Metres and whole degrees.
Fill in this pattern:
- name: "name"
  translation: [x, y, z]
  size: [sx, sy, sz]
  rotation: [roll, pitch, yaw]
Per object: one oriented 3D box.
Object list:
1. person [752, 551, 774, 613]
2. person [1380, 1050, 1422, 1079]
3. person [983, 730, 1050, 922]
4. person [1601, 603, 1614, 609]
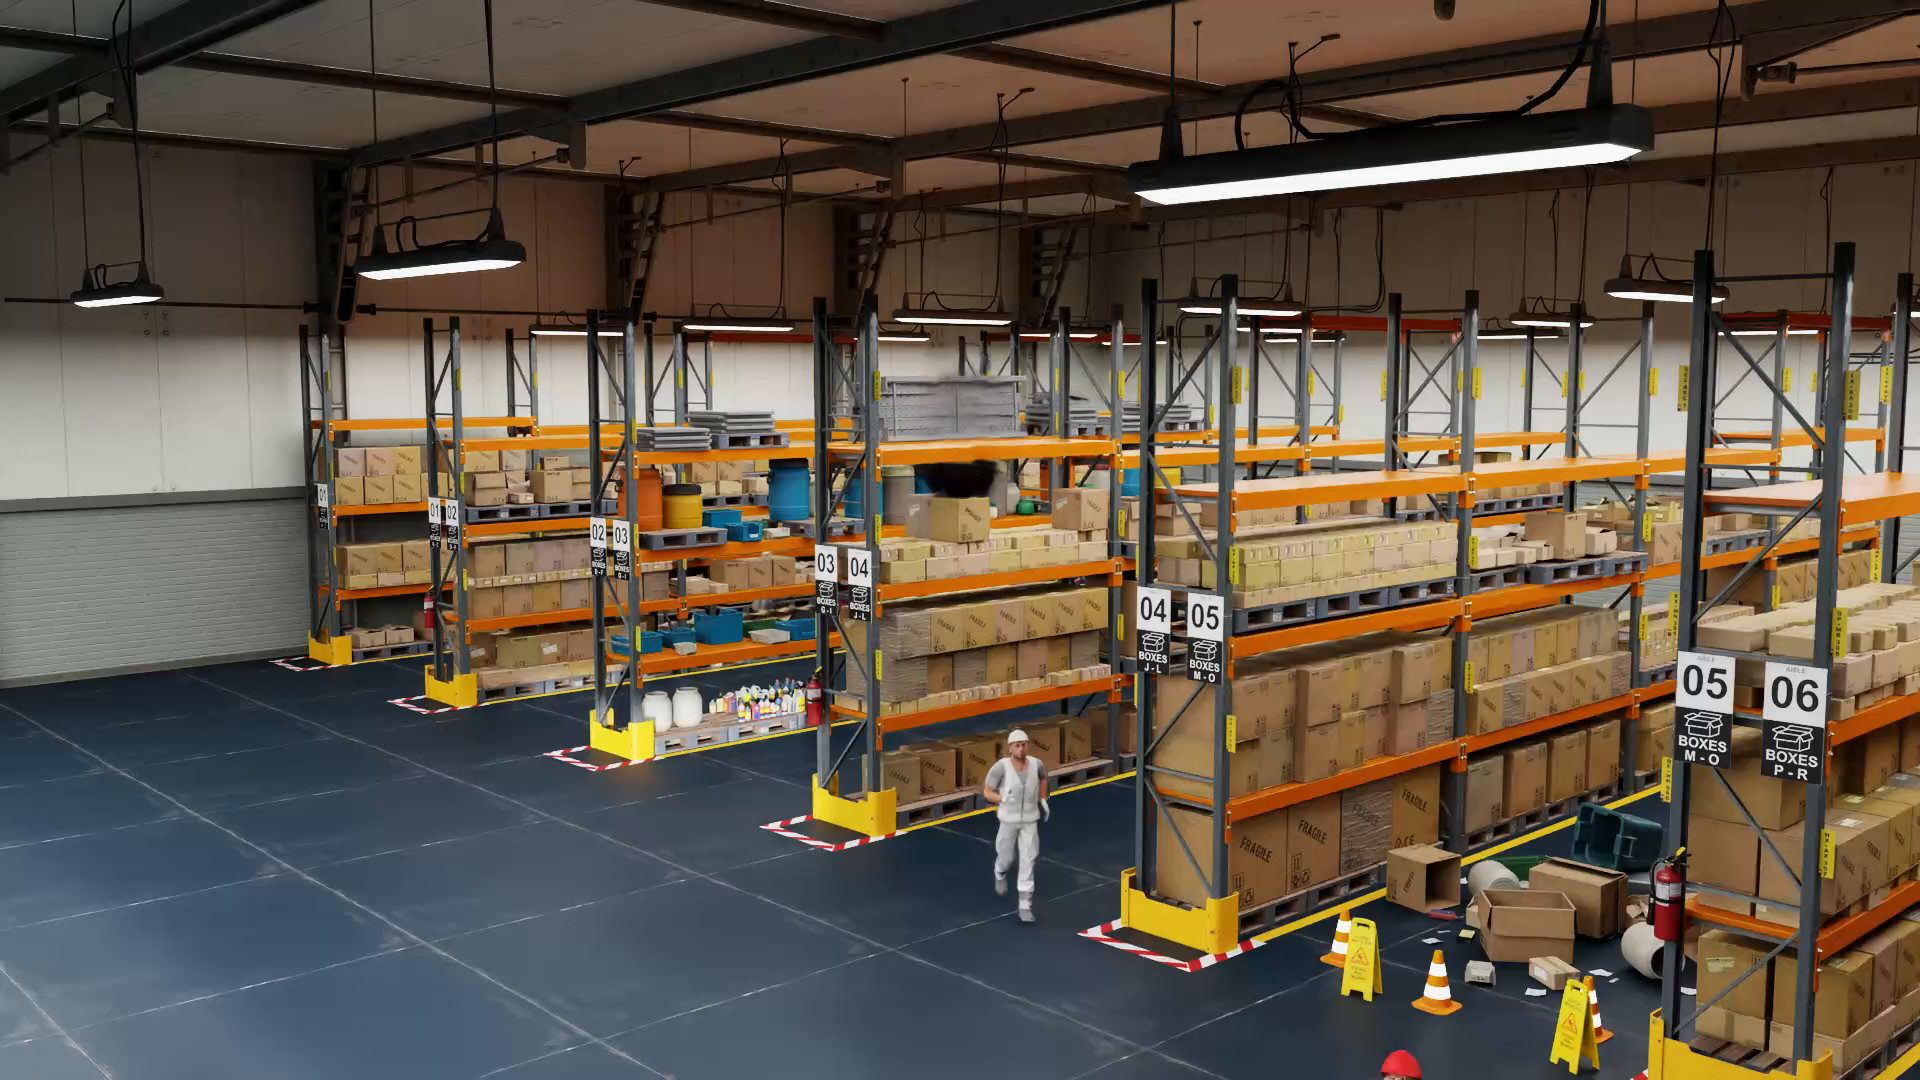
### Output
- name: "person"
  translation: [-3.853, 1.029, 33.104]
  size: [0.609, 1.629, 0.554]
  rotation: [5, 7, 38]
- name: "person"
  translation: [2.187, 3.444, 8.415]
  size: [0.633, 1.743, 0.575]
  rotation: [2, 6, 18]
- name: "person"
  translation: [0.537, 2.666, 15.806]
  size: [0.670, 1.774, 0.951]
  rotation: [-1, 6, -11]
- name: "person"
  translation: [9.491, 1.798, 24.506]
  size: [1.033, 1.755, 0.714]
  rotation: [-5, 8, -41]
